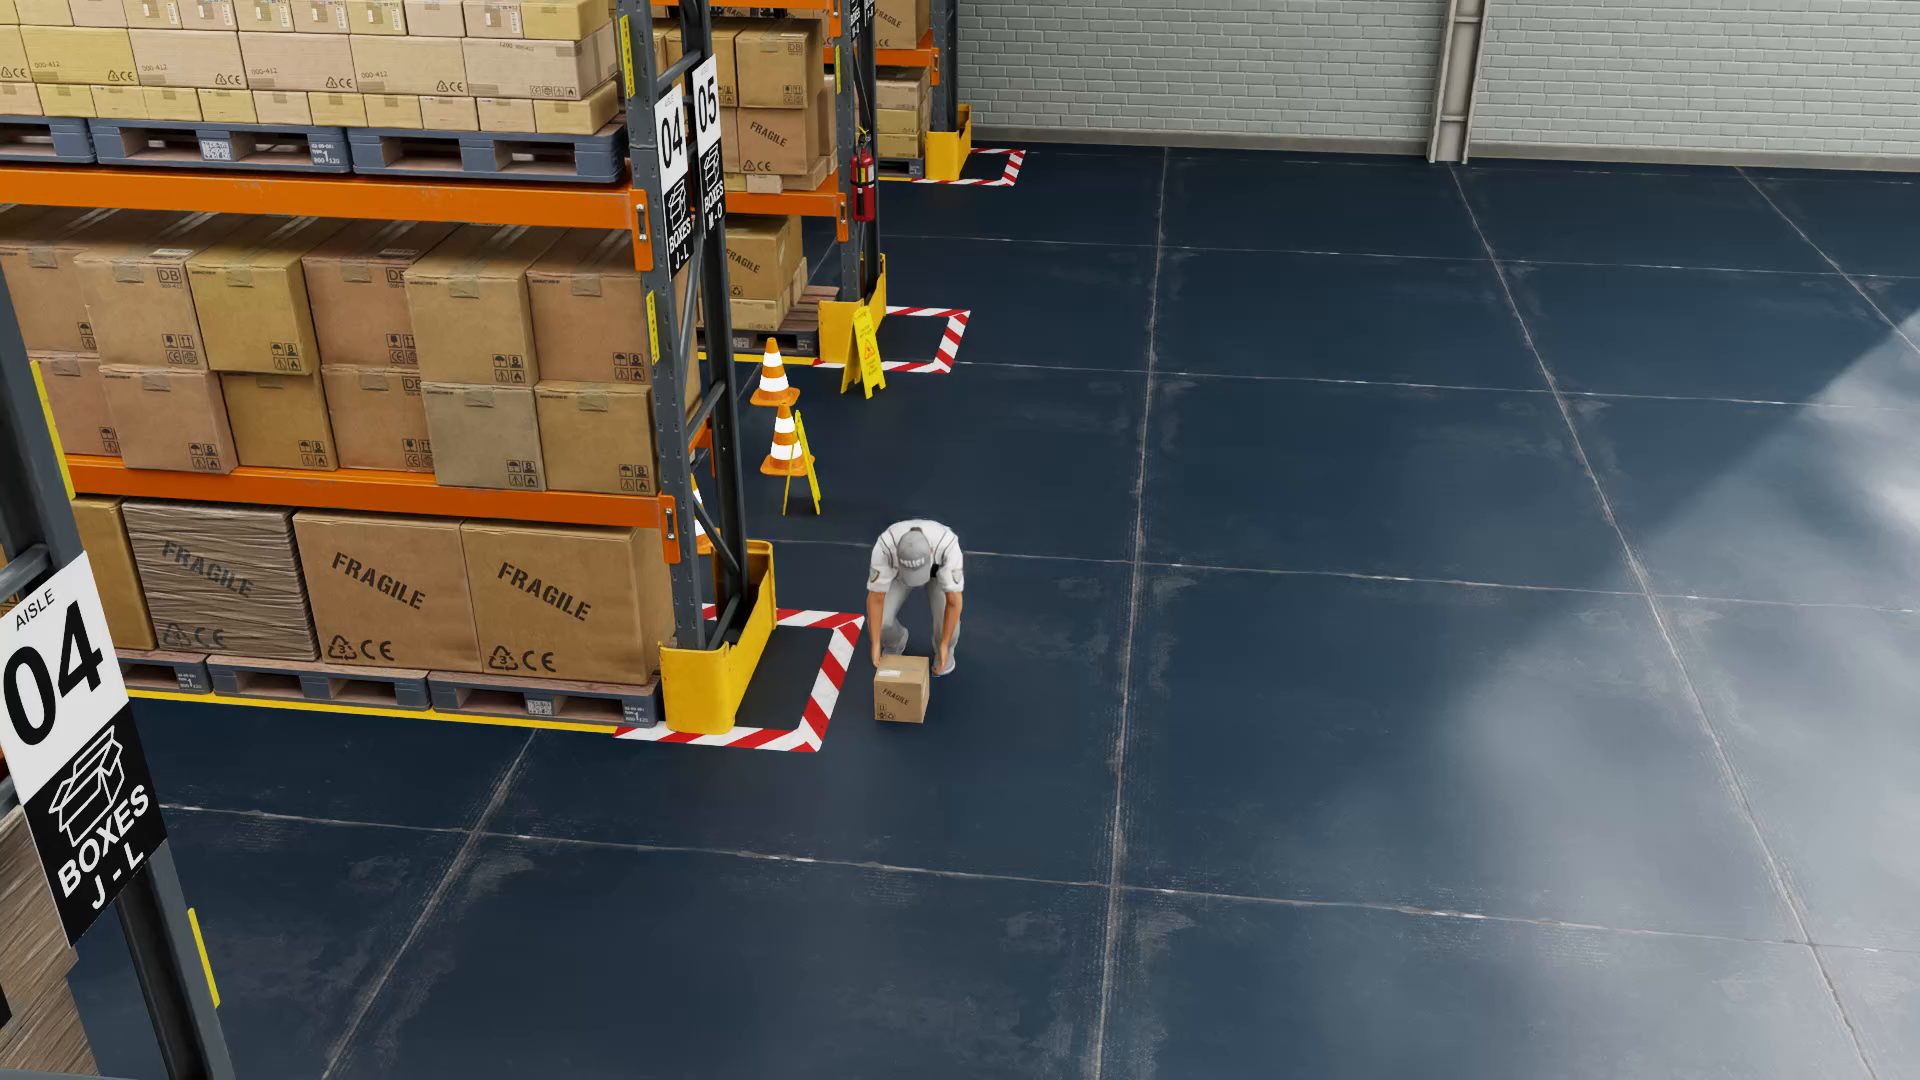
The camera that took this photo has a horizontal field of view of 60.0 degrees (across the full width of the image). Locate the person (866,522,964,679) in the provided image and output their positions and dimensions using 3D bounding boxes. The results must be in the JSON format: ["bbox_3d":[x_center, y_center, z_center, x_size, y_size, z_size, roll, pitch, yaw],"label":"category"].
[{"bbox_3d":[-0.222,0.275,8.826,0.526,0.992,0.847,4,29,7],"label":"person"}]
